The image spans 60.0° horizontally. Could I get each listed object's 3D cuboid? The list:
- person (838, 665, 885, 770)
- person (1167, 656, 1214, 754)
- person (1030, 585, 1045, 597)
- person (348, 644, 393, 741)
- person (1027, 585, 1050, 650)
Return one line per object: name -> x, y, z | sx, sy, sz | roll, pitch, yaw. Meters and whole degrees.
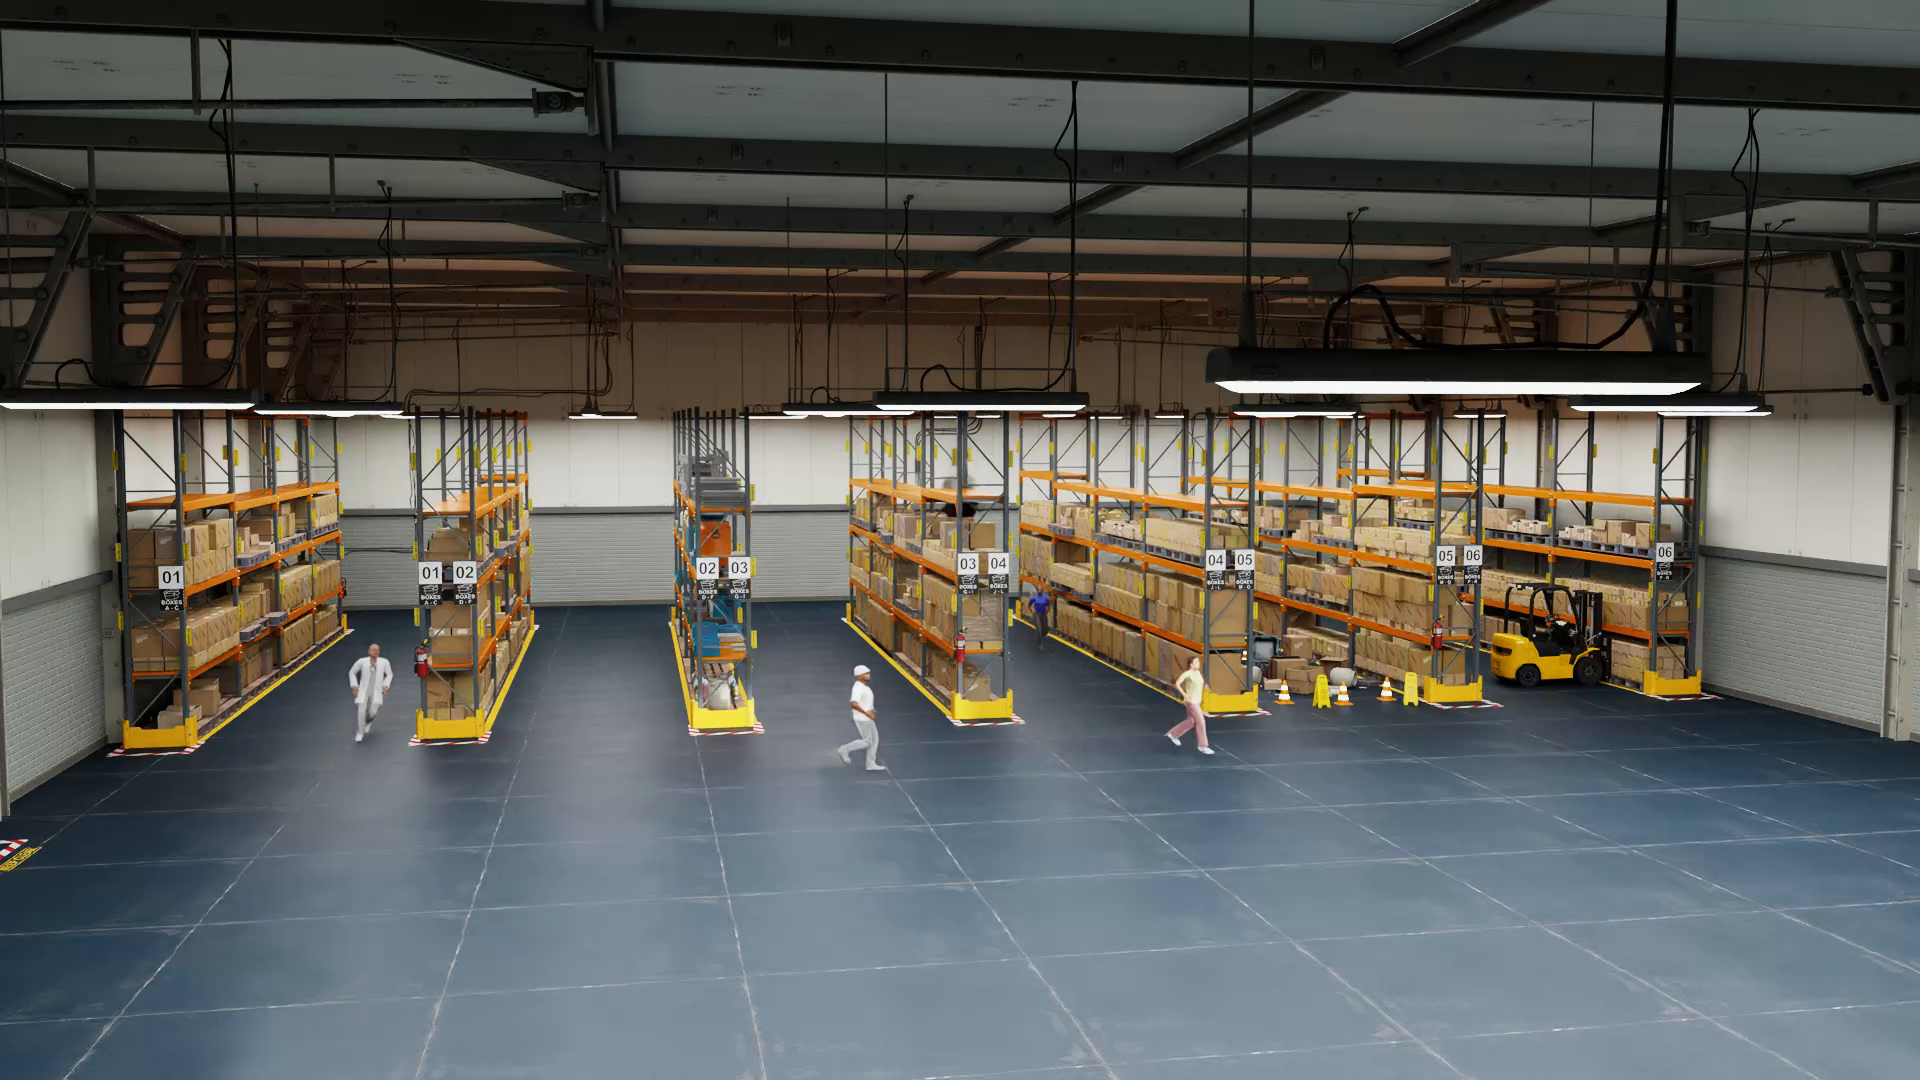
person -> -1.609, 2.914, 27.255 | 0.782, 1.735, 0.718 | 0, 4, 5
person -> 4.022, 2.834, 28.888 | 0.894, 1.682, 0.564 | 3, 5, 32
person -> 2.360, 1.278, 50.063 | 0.953, 1.796, 0.690 | 0, 4, -6
person -> -10.652, 2.740, 30.075 | 0.758, 1.714, 0.588 | -2, 4, -22
person -> 1.994, 1.941, 41.872 | 0.580, 1.607, 0.681 | -1, 4, -15
